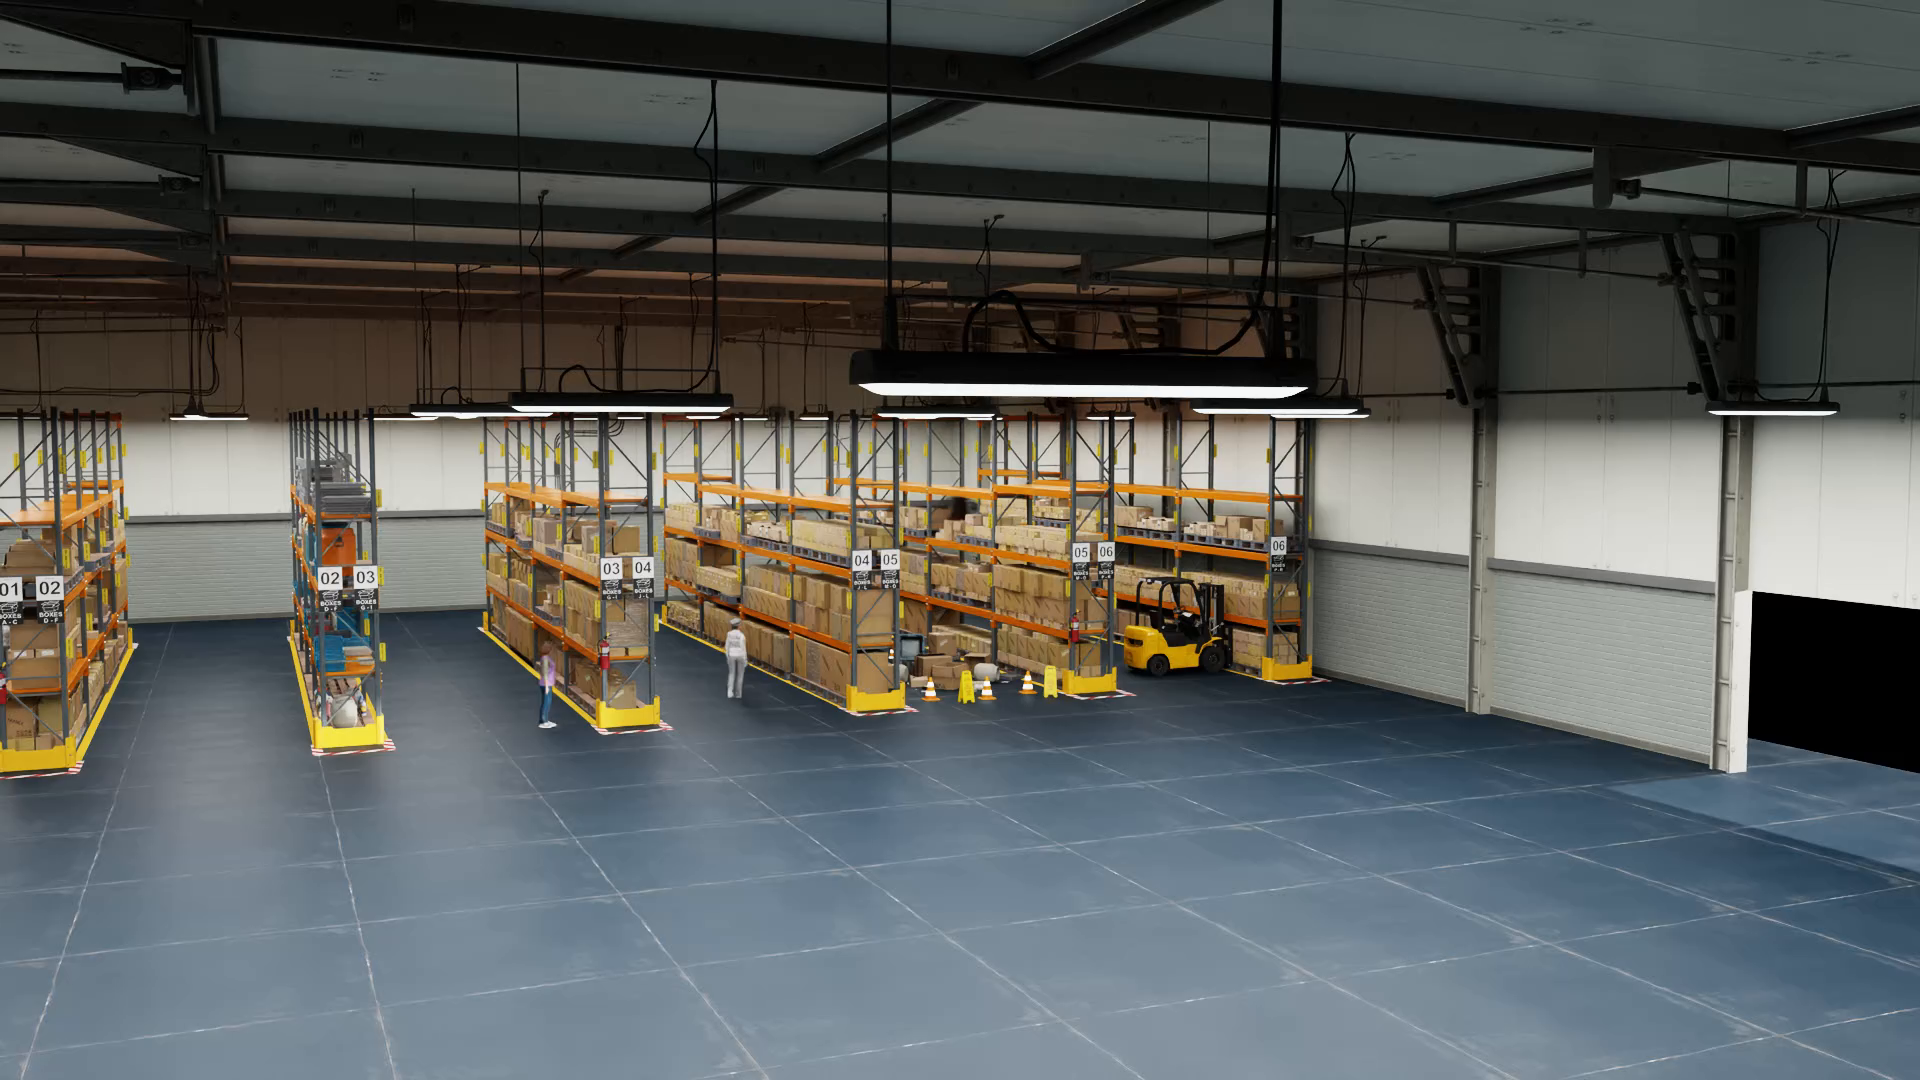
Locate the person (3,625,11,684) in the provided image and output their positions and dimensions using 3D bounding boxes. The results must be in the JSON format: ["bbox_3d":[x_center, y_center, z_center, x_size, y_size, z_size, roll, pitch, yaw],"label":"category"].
[{"bbox_3d":[-20.798,2.350,36.173,0.418,1.703,0.481,1,4,20],"label":"person"}]

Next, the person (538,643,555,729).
[{"bbox_3d":[-7.764,2.736,31.265,0.338,1.606,0.511,0,4,-4],"label":"person"}]

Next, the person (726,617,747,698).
[{"bbox_3d":[-4.657,2.450,34.511,0.482,1.683,0.507,1,4,9],"label":"person"}]
